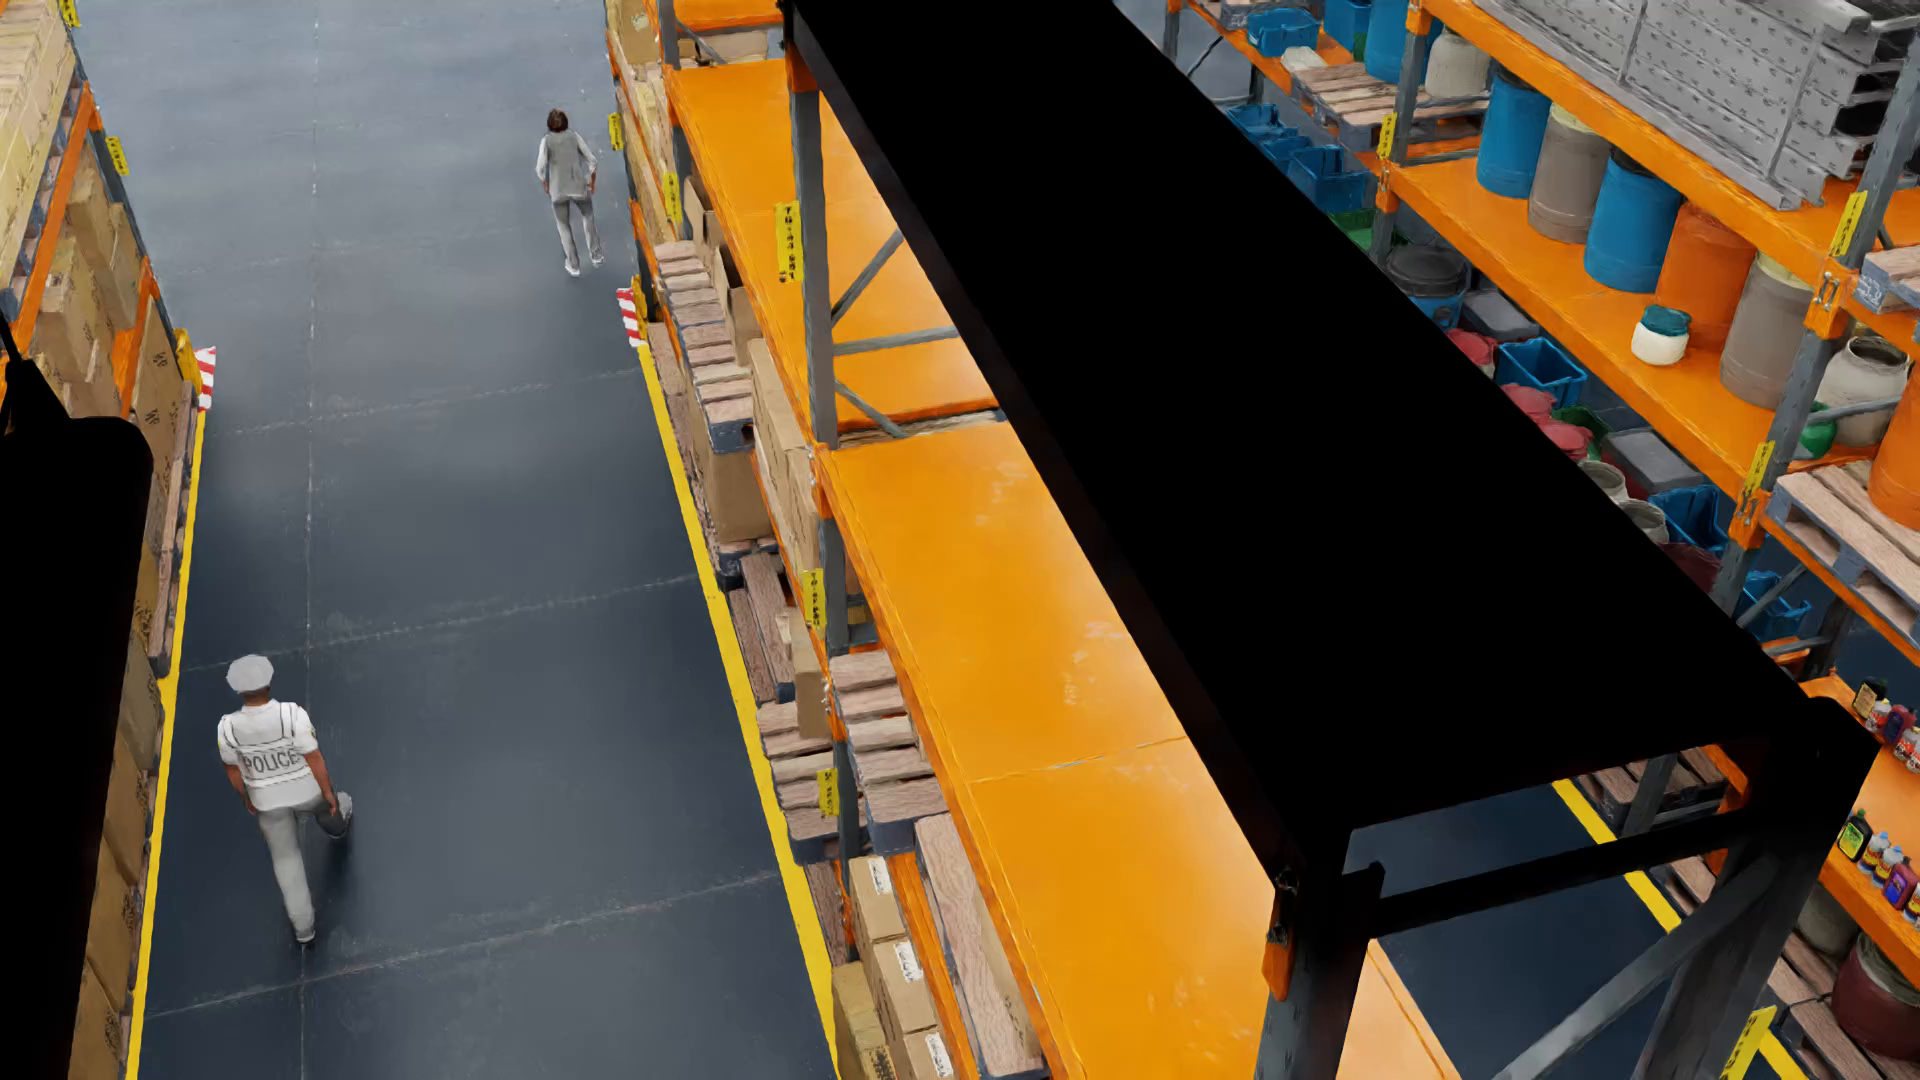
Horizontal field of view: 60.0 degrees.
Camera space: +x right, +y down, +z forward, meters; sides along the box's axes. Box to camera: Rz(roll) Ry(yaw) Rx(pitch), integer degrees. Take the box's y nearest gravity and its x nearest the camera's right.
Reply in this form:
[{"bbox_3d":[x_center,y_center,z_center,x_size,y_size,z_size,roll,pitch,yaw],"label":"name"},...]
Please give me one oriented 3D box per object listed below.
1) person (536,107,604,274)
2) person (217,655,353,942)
[{"bbox_3d":[-3.692,-3.315,15.780,0.566,1.540,0.516,-12,40,-15],"label":"person"},{"bbox_3d":[-3.944,1.395,9.690,0.540,1.676,1.130,-12,40,-15],"label":"person"}]
